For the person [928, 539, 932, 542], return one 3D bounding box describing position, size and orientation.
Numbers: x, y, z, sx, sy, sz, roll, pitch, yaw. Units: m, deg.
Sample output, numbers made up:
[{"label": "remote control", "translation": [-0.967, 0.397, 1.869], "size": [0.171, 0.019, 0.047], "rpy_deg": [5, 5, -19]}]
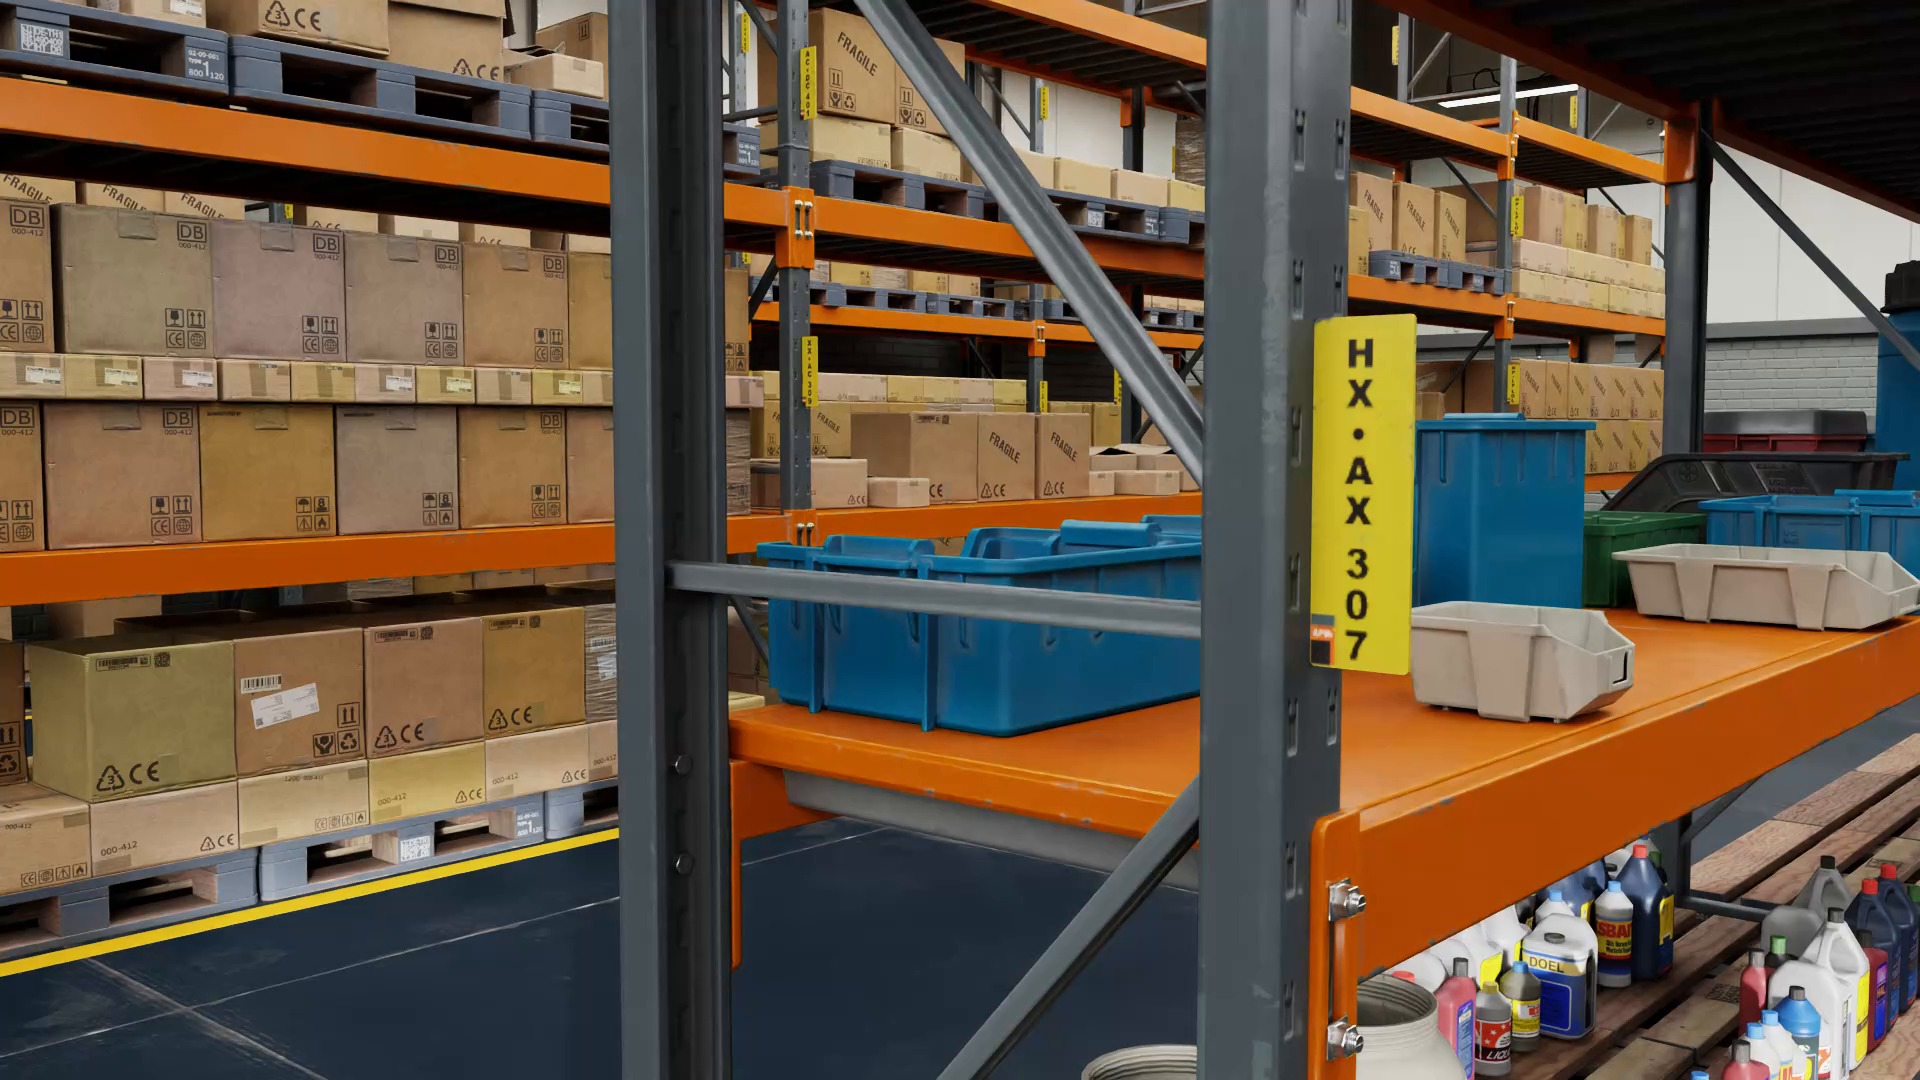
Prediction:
[{"label": "person", "translation": [-0.401, -0.016, 14.227], "size": [0.420, 1.630, 0.420], "rpy_deg": [3, 5, 43]}]
